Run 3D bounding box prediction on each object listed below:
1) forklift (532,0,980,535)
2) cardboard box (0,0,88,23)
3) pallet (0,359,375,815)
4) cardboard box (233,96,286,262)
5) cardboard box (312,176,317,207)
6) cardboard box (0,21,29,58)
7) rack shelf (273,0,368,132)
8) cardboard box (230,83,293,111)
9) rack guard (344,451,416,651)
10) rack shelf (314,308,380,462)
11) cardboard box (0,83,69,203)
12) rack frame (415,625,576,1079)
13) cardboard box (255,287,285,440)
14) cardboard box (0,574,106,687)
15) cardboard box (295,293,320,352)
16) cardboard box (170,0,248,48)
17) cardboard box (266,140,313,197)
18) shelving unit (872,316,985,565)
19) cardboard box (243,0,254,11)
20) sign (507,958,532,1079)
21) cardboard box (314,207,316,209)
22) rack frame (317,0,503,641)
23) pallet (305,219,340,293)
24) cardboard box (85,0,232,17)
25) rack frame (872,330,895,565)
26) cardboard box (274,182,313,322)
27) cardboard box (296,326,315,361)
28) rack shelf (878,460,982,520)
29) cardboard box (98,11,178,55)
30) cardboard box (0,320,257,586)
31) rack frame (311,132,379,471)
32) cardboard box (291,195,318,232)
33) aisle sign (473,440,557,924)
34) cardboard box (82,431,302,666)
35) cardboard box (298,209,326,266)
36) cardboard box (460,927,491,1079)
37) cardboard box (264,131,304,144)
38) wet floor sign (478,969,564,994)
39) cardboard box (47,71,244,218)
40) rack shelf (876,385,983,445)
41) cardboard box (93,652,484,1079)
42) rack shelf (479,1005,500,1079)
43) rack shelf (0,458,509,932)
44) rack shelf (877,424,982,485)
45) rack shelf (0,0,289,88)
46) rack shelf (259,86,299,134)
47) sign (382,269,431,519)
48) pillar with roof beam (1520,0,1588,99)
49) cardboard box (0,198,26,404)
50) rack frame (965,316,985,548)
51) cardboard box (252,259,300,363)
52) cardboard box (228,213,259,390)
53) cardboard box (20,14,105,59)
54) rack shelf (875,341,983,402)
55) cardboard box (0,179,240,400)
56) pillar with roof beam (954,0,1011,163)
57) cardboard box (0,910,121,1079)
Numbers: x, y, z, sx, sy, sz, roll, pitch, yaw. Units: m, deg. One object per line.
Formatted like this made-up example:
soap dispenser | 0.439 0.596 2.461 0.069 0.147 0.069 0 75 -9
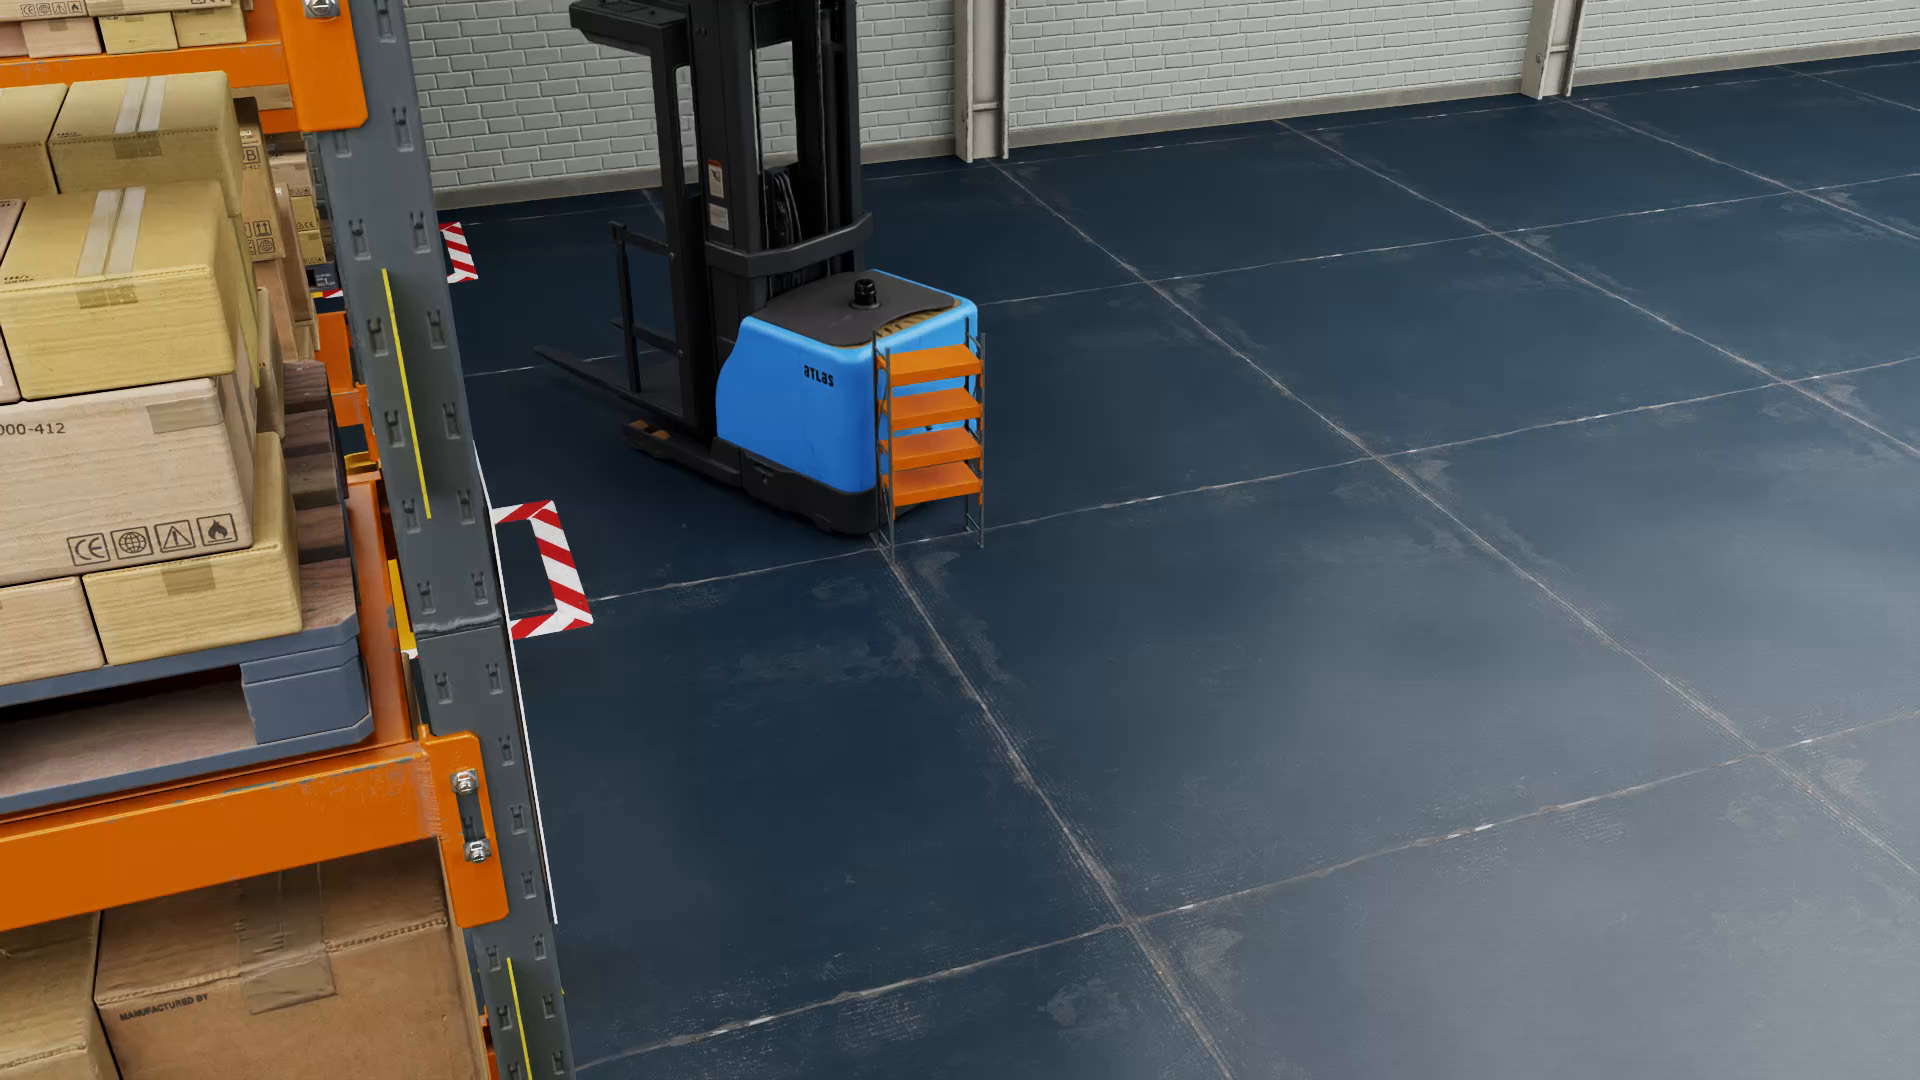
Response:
forklift | -1.328 -1.908 9.138 3.031 2.935 1.130 24 37 35
cardboard box | -3.595 -2.145 6.306 0.500 0.250 0.500 -11 31 -18
pallet | -1.603 0.076 2.646 1.213 0.211 1.003 -10 31 -18
cardboard box | -3.135 -1.489 6.922 0.500 0.500 0.700 -11 32 -19
cardboard box | -4.980 -2.594 12.121 0.500 0.250 0.500 -10 31 -17
cardboard box | -3.713 -1.973 6.407 0.250 0.149 0.380 -10 31 -17
rack shelf | -2.786 -0.567 1.786 4.000 0.370 1.077 -10 31 -18
cardboard box | -4.837 -3.210 11.254 0.500 0.500 0.500 -11 32 -19
rack guard | -2.804 0.028 8.196 0.348 0.500 1.175 -10 31 -18
rack shelf | -4.607 -0.414 7.172 4.000 0.370 1.077 -10 31 -18
cardboard box | -1.571 -0.606 2.676 0.250 0.149 0.380 -10 31 -17
rack frame | -0.912 1.208 3.600 0.127 3.000 1.000 -10 31 -18
cardboard box | -1.345 -0.302 2.948 0.250 0.149 0.380 -10 31 -17
cardboard box | -1.342 0.045 2.338 0.250 0.149 0.380 -10 31 -17
cardboard box | -3.123 -1.000 7.728 0.250 0.149 0.380 -10 31 -17
cardboard box | -2.969 -2.074 6.584 0.250 0.149 0.380 -10 31 -17
cardboard box | -4.790 -2.572 11.577 0.500 0.250 0.500 -9 31 -16
shelving unit | -0.155 -0.493 8.403 0.503 1.200 0.258 -10 31 -18
cardboard box | -3.157 -2.359 7.084 0.250 0.149 0.380 -10 31 -18
sign | -0.736 0.856 2.809 0.005 0.325 0.100 -10 31 -18
cardboard box | -4.995 -2.367 12.228 0.500 0.250 0.500 -10 31 -17
rack frame | -0.912 -1.399 2.115 0.127 3.000 1.000 -10 31 -18
pallet | -5.169 -2.011 12.066 1.213 0.211 1.003 -10 31 -18
cardboard box | -3.118 -2.225 6.447 0.500 0.250 0.500 -11 31 -18
rack frame | -0.384 -0.451 8.329 0.015 1.200 0.240 -10 31 -18
cardboard box | -3.273 -1.291 7.584 0.500 0.500 0.500 -11 31 -18
cardboard box | -3.008 -0.798 7.375 0.250 0.149 0.380 -9 31 -16
rack shelf | -0.155 -0.262 8.534 0.480 0.148 0.258 -10 31 -18
cardboard box | -3.191 -2.016 6.482 0.250 0.149 0.380 -10 31 -17
cardboard box | -1.273 -0.171 2.316 0.500 0.250 0.500 -10 31 -17
rack frame | -2.733 -1.071 7.600 0.127 3.000 1.000 -10 31 -18
cardboard box | -4.814 -2.350 11.692 0.500 0.250 0.500 -11 31 -18
aisle sign | -0.741 0.205 2.734 0.004 0.787 0.394 -10 31 -18
cardboard box | -1.105 0.002 2.414 0.250 0.149 0.380 -11 31 -18
cardboard box | -4.797 -2.134 11.818 0.500 0.250 0.500 -10 31 -17
cardboard box | -1.244 1.228 3.413 0.550 0.550 0.875 -10 31 -18
cardboard box | -4.983 -2.801 11.979 0.500 0.250 0.500 -11 31 -18
wet floor sign | -1.575 1.307 5.804 0.232 0.644 0.267 -16 33 -26
cardboard box | -1.336 -0.649 2.751 0.250 0.149 0.380 -10 31 -17
rack shelf | -0.155 -0.629 8.325 0.480 0.148 0.258 -10 31 -18
cardboard box | -1.273 0.720 3.215 0.550 0.550 0.875 -10 31 -18
rack shelf | -2.786 1.866 3.172 4.000 0.370 1.077 -10 31 -18
rack shelf | -2.786 0.562 2.429 4.000 0.370 1.077 -10 31 -18
rack shelf | -0.155 -0.434 8.436 0.480 0.148 0.258 -10 31 -18
rack shelf | -4.607 -1.717 6.430 4.000 0.370 1.077 -10 31 -18
rack shelf | -6.341 -2.716 11.213 4.000 0.370 1.077 -10 31 -18
sign | -0.736 -0.192 2.212 0.005 0.325 0.100 -10 31 -18
pillar with roof beam | 7.314 -6.352 10.809 0.400 9.000 9.100 -10 31 -18
cardboard box | -1.344 -0.301 2.141 0.250 0.149 0.380 -10 31 -17
rack frame | 0.074 -0.535 8.477 0.015 1.200 0.240 -10 31 -18
cardboard box | -3.145 -1.023 7.113 0.500 0.500 0.500 -11 31 -19
cardboard box | -1.454 -0.421 2.755 0.500 0.250 0.500 -11 31 -18
cardboard box | -3.452 -1.986 6.429 0.250 0.149 0.380 -9 31 -16
rack shelf | -0.155 -0.834 8.208 0.480 0.148 0.258 -10 31 -18
cardboard box | -1.109 -0.343 2.215 0.250 0.149 0.380 -10 31 -17
pillar with roof beam | 1.691 -5.317 8.991 0.400 9.000 9.100 -10 31 -18
cardboard box | -1.756 0.857 2.973 0.550 0.550 0.875 -10 31 -18
